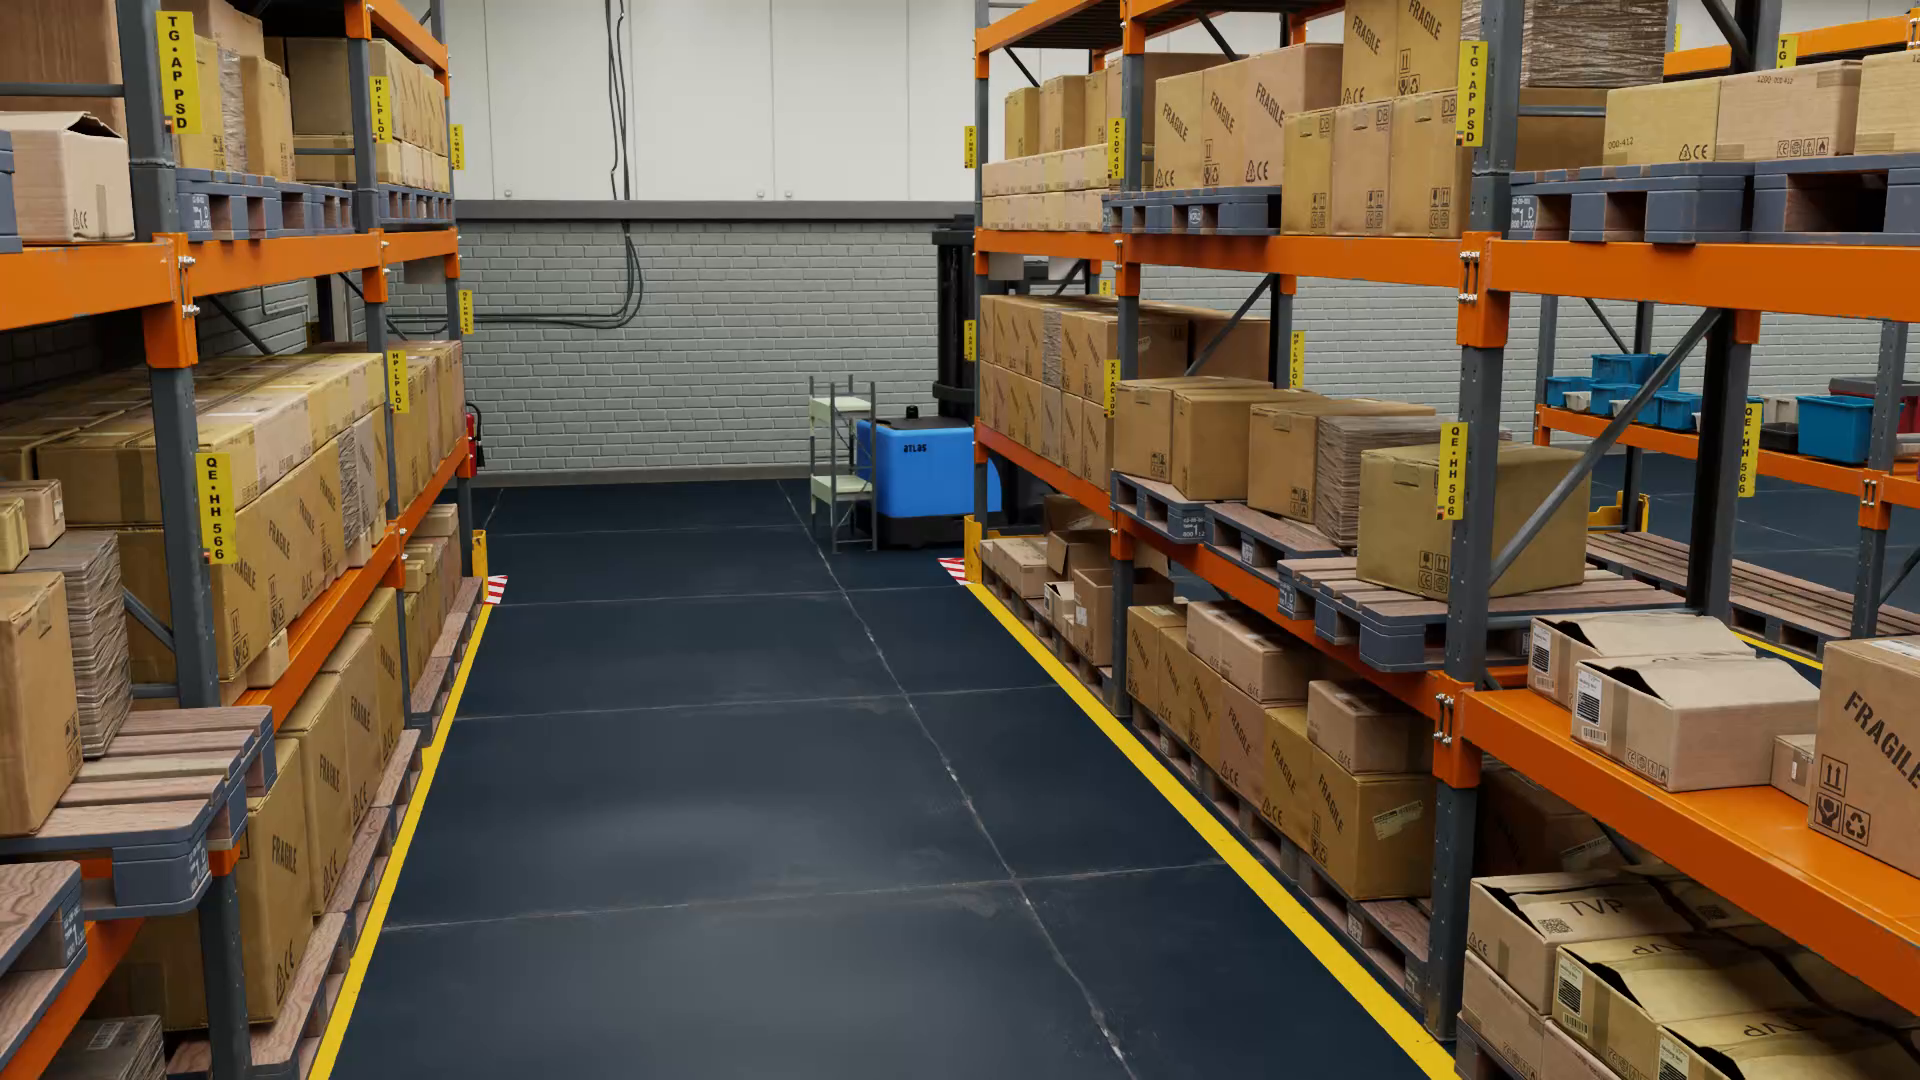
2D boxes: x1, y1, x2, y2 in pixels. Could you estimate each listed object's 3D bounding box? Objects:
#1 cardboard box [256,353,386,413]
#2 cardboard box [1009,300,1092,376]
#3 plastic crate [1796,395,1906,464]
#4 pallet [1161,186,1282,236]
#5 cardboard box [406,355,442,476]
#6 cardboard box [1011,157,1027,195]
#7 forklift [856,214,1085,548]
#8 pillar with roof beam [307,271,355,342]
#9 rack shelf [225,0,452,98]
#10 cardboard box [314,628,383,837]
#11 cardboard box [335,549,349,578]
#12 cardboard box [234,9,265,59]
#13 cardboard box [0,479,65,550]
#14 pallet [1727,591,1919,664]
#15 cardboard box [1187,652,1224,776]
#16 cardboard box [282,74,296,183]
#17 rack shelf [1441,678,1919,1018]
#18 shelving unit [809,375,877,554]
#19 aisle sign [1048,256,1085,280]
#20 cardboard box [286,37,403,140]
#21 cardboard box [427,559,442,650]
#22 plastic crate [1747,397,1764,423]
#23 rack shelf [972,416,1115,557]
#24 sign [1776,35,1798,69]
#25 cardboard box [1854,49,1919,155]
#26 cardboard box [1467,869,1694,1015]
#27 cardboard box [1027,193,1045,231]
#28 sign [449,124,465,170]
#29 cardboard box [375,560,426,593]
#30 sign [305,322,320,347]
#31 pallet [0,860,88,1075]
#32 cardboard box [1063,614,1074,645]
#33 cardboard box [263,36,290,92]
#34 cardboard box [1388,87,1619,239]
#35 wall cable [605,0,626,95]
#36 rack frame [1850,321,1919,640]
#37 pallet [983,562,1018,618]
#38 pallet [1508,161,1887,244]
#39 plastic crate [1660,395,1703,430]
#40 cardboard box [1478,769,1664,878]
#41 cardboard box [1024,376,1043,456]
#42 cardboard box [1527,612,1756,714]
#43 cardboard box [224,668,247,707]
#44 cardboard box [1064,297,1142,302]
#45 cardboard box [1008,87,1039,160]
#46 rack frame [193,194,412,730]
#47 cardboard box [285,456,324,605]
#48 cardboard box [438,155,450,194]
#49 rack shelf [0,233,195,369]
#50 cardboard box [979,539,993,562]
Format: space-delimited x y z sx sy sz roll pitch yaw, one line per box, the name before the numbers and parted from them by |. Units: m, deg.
cardboard box | -3.122 -0.769 8.148 0.500 0.250 0.500 -2 11 -10
cardboard box | 0.646 -1.448 11.896 0.500 0.500 0.500 -2 11 -10
plastic crate | 5.829 -0.727 10.931 0.392 0.384 0.575 -2 11 -11
pallet | 1.658 -1.522 7.705 1.213 0.211 1.003 -2 11 -11
cardboard box | -3.841 -0.787 10.559 0.980 0.700 0.700 -3 11 -14
cardboard box | 0.656 -2.545 11.641 0.500 0.250 0.500 -2 11 -11
forklift | 0.600 -1.519 15.394 3.031 2.935 1.130 -4 12 -22
pillar with roof beam | -1.392 -4.573 15.210 9.100 9.000 0.400 -2 11 -11
rack shelf | -3.852 -3.036 10.129 1.077 0.370 4.000 -2 11 -11
cardboard box | -3.034 0.855 7.362 0.750 0.750 0.750 -2 11 -9
cardboard box | -2.950 0.081 7.419 0.380 0.149 0.250 -2 11 -11
cardboard box | -3.421 -2.213 7.384 0.500 0.250 0.500 -1 11 -7
cardboard box | -2.589 -0.060 4.366 0.380 0.149 0.250 -4 11 -18
pallet | 6.073 0.604 11.513 1.003 0.211 1.213 -2 11 -11
cardboard box | 1.455 0.846 8.293 0.500 0.500 0.500 -2 11 -10
cardboard box | -3.400 -1.846 7.458 0.700 0.500 0.500 -3 11 -14
rack shelf | 2.562 1.001 3.894 1.077 0.370 4.000 -2 11 -11
shelving unit | -1.049 -0.691 14.868 0.431 1.500 0.755 -4 11 -19
aisle sign | 0.904 -2.487 13.344 0.394 0.787 0.004 -2 11 -11
cardboard box | -3.327 -2.437 9.013 0.500 0.500 0.500 -2 11 -12
cardboard box | -3.700 0.422 10.572 0.700 0.500 0.500 -2 11 -10
plastic crate | 6.128 -0.946 12.485 0.416 0.233 0.300 -2 11 -11
rack shelf | 1.006 -0.466 11.602 1.077 0.370 4.000 -2 11 -11
sign | 2.719 -1.505 5.516 0.100 0.325 0.005 -2 11 -11
cardboard box | 2.536 -1.044 3.966 0.500 0.250 0.500 -2 11 -12
cardboard box | 1.987 1.256 5.358 0.500 0.311 0.500 -2 11 -9
cardboard box | 0.755 -2.208 11.206 0.500 0.250 0.500 -2 11 -11
sign | -3.706 -2.893 12.247 0.100 0.325 0.005 -2 11 -11
cardboard box | -3.396 0.220 9.897 0.380 0.149 0.250 -2 11 -9
sign | -4.787 -1.451 12.324 0.100 0.325 0.005 -2 11 -11
pallet | -2.260 0.917 2.922 1.003 0.211 1.213 -2 11 -11
cardboard box | 0.874 0.571 10.678 0.380 0.149 0.250 -2 11 -11
cardboard box | -3.828 -2.416 8.901 0.500 0.500 0.500 -2 11 -11
cardboard box | 2.055 -1.321 5.878 0.910 0.500 0.500 -2 11 -11
wall cable | -2.337 -6.057 17.805 3.097 2.526 0.112 -2 11 -11
rack frame | 6.255 -0.633 10.551 1.000 3.000 0.127 -2 11 -11
pallet | 0.788 0.343 12.882 1.003 0.211 1.213 -2 11 -11
pallet | 2.393 -0.979 4.854 1.213 0.211 1.003 -2 11 -8
plastic crate | 5.516 -0.960 12.557 0.416 0.233 0.300 -2 11 -11
cardboard box | 2.365 1.199 6.439 0.500 0.500 0.500 -2 11 -9
cardboard box | 0.741 -0.867 11.513 0.500 0.500 0.500 -2 11 -10
cardboard box | 2.201 0.393 5.403 0.500 0.311 0.500 -1 11 -7
cardboard box | -2.563 0.460 5.431 0.380 0.149 0.250 -2 11 -10
cardboard box | 1.072 -1.563 12.497 0.500 0.500 0.500 -2 11 -9
cardboard box | 0.747 -3.012 12.089 0.700 0.500 0.500 -2 11 -11
rack frame | -3.463 -0.272 8.658 1.000 3.000 0.127 -2 11 -11
cardboard box | -2.717 -0.030 6.266 0.500 0.500 0.500 -2 11 -11
cardboard box | -3.839 -2.536 11.542 0.500 0.250 0.500 -2 11 -9
rack shelf | -2.296 -0.292 2.663 1.077 0.370 4.000 -2 11 -11
cardboard box | 0.361 0.087 13.219 0.380 0.149 0.250 -2 11 -11
